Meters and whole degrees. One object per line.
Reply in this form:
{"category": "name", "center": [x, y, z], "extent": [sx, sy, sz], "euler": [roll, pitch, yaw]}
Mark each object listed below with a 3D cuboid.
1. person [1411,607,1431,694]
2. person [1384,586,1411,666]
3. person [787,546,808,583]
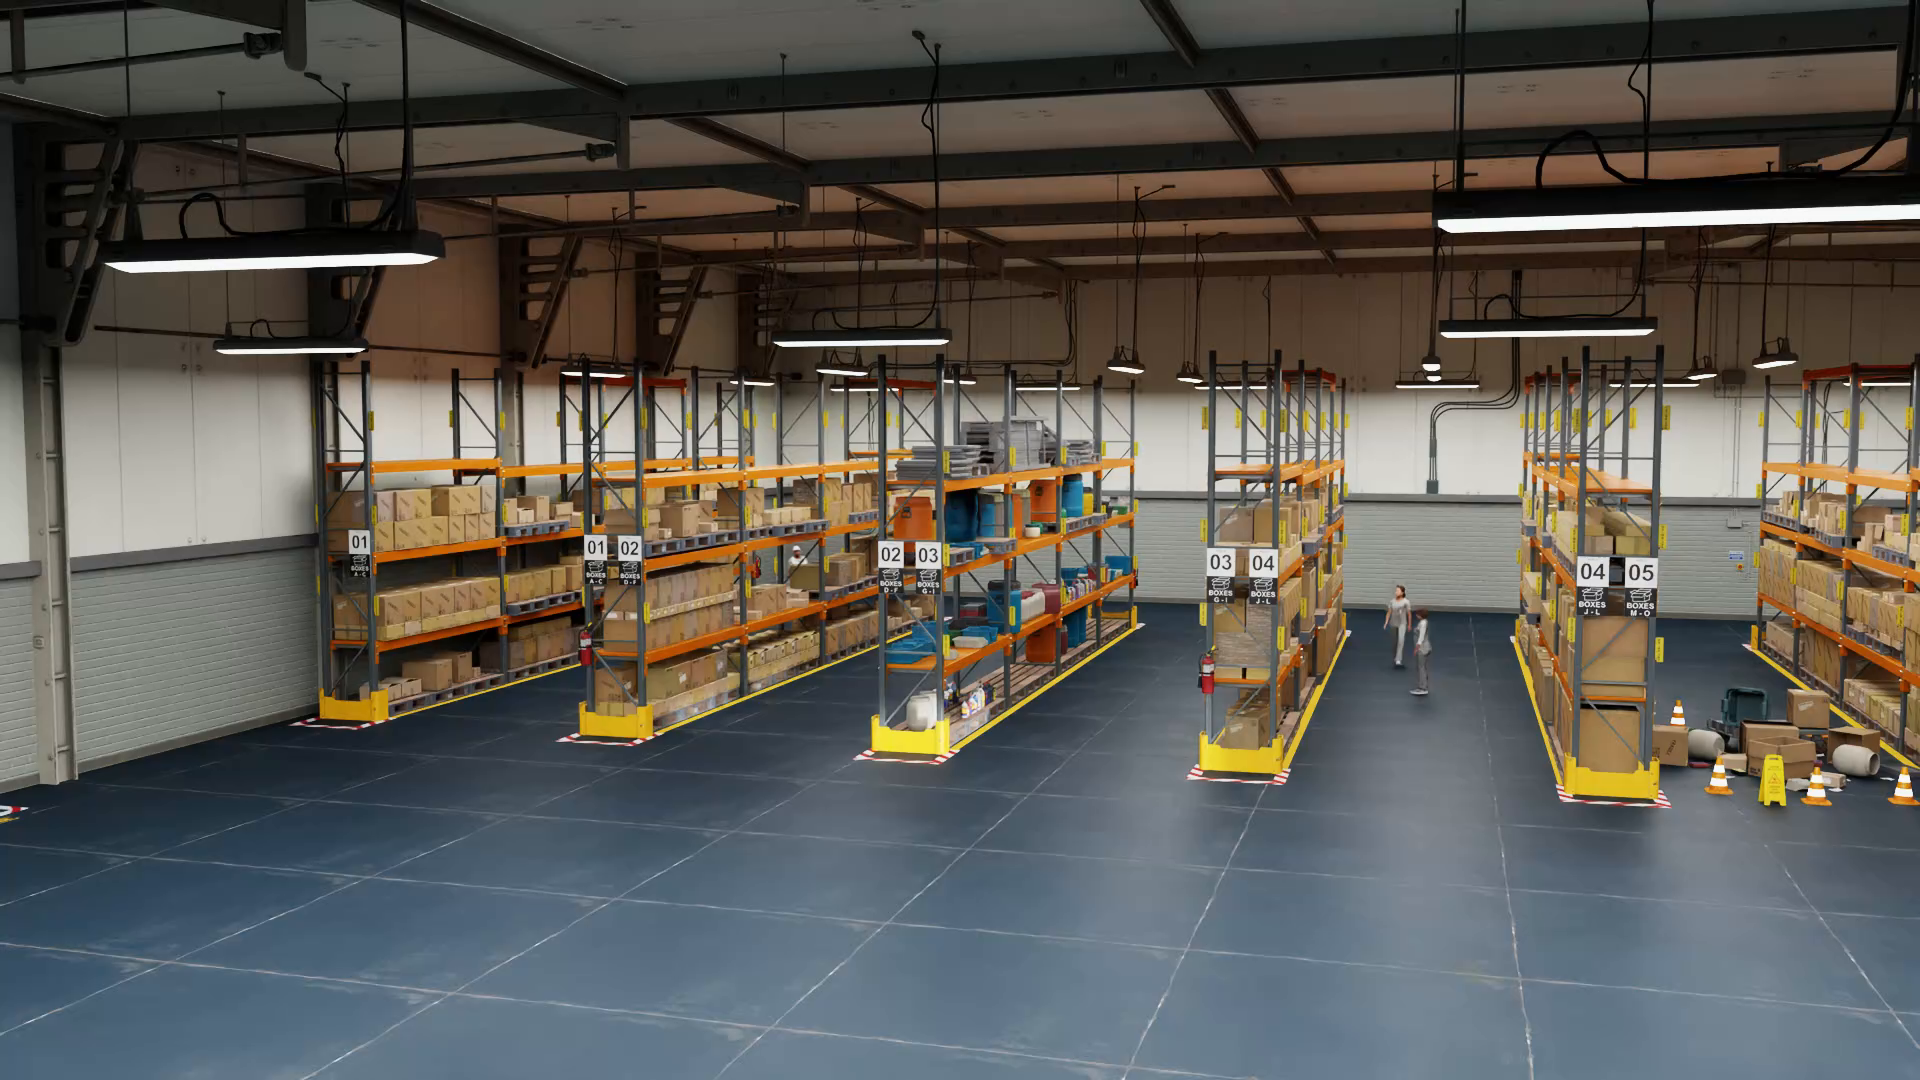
{"category": "person", "center": [8.425, 2.025, 30.387], "extent": [0.344, 1.607, 0.420], "euler": [2, 4, 22]}
{"category": "person", "center": [8.991, 1.746, 34.147], "extent": [0.519, 1.624, 1.004], "euler": [2, 4, 22]}
{"category": "person", "center": [-4.174, 1.024, 43.139], "extent": [0.601, 1.764, 0.508], "euler": [-2, 4, -24]}
